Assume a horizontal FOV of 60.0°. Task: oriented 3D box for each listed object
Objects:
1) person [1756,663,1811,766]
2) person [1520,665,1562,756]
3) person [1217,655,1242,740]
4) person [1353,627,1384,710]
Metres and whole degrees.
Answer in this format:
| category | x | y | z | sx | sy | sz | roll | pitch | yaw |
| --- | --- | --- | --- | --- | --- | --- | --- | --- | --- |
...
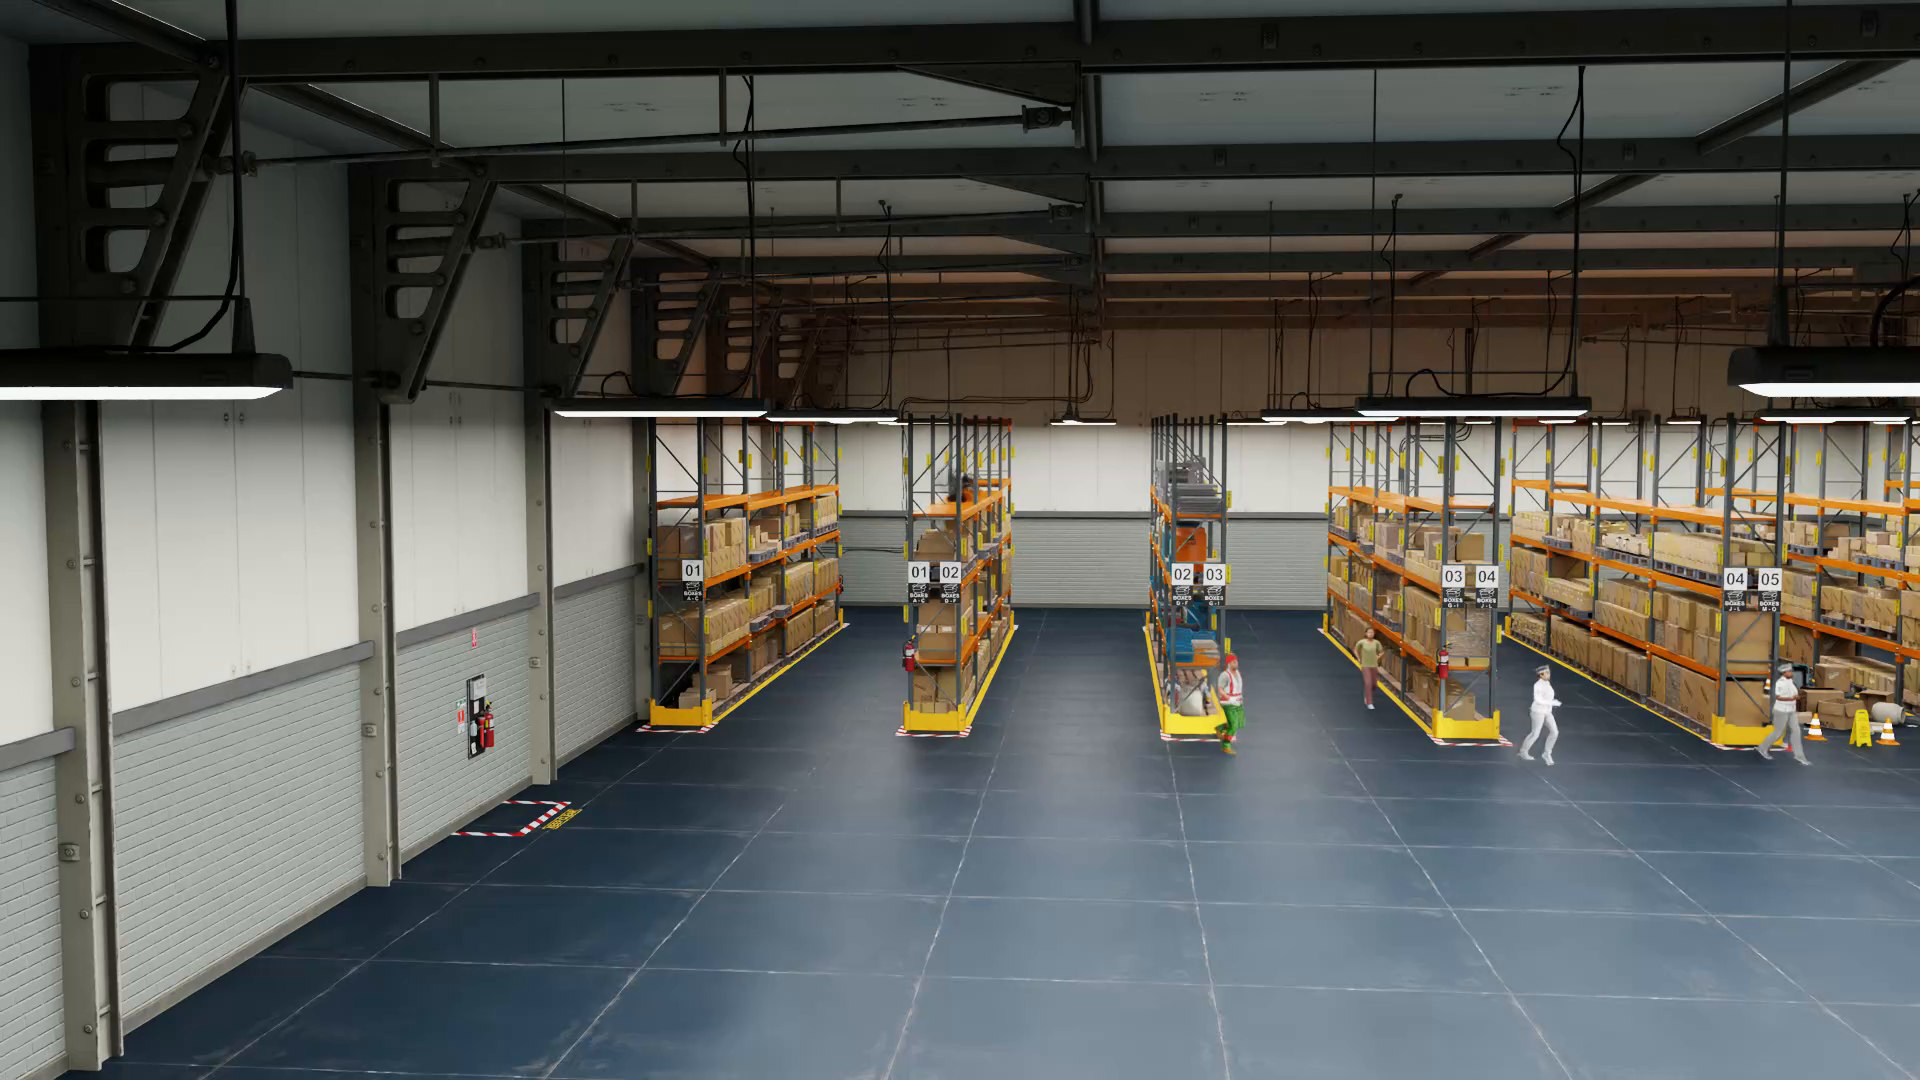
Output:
| category | x | y | z | sx | sy | sz | roll | pitch | yaw |
| --- | --- | --- | --- | --- | --- | --- | --- | --- | --- |
| person | 14.068 | 2.952 | 28.364 | 0.580 | 1.737 | 0.850 | -3 | 5 | -38 |
| person | 9.937 | 2.888 | 28.317 | 0.485 | 1.567 | 0.711 | -4 | 5 | -44 |
| person | -0.003 | 2.441 | 34.224 | 0.714 | 1.518 | 14.069 | -4 | 5 | -44 |
| person | 8.374 | 2.599 | 34.019 | 0.597 | 1.656 | 0.803 | 0 | 4 | -2 |
